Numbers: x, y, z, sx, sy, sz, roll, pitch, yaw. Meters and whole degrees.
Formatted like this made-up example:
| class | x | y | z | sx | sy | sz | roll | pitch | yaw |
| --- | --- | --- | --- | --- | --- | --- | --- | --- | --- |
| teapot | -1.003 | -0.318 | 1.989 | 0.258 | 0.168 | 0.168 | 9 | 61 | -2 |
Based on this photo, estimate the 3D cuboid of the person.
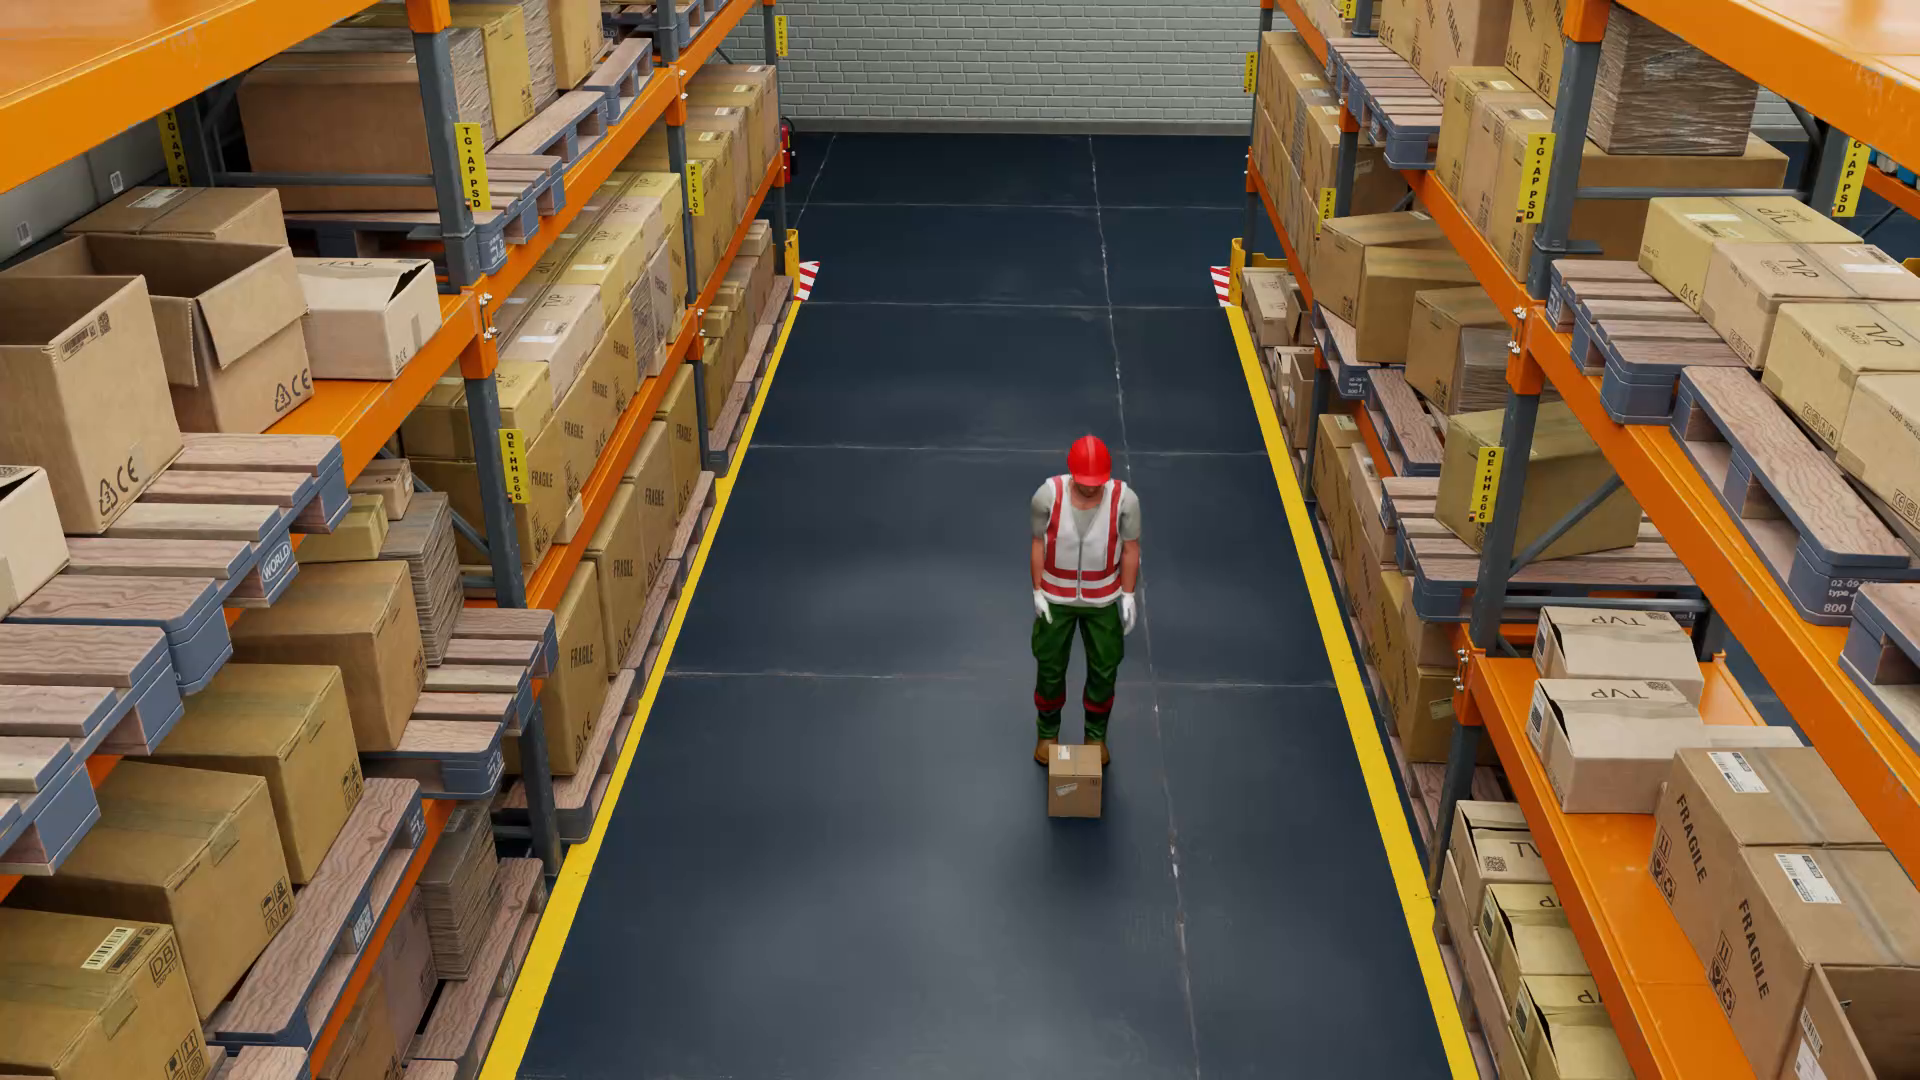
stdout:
| class | x | y | z | sx | sy | sz | roll | pitch | yaw |
| --- | --- | --- | --- | --- | --- | --- | --- | --- | --- |
| person | 0.596 | 0.293 | 8.061 | 0.533 | 1.767 | 0.388 | 2 | 28 | 3 |
